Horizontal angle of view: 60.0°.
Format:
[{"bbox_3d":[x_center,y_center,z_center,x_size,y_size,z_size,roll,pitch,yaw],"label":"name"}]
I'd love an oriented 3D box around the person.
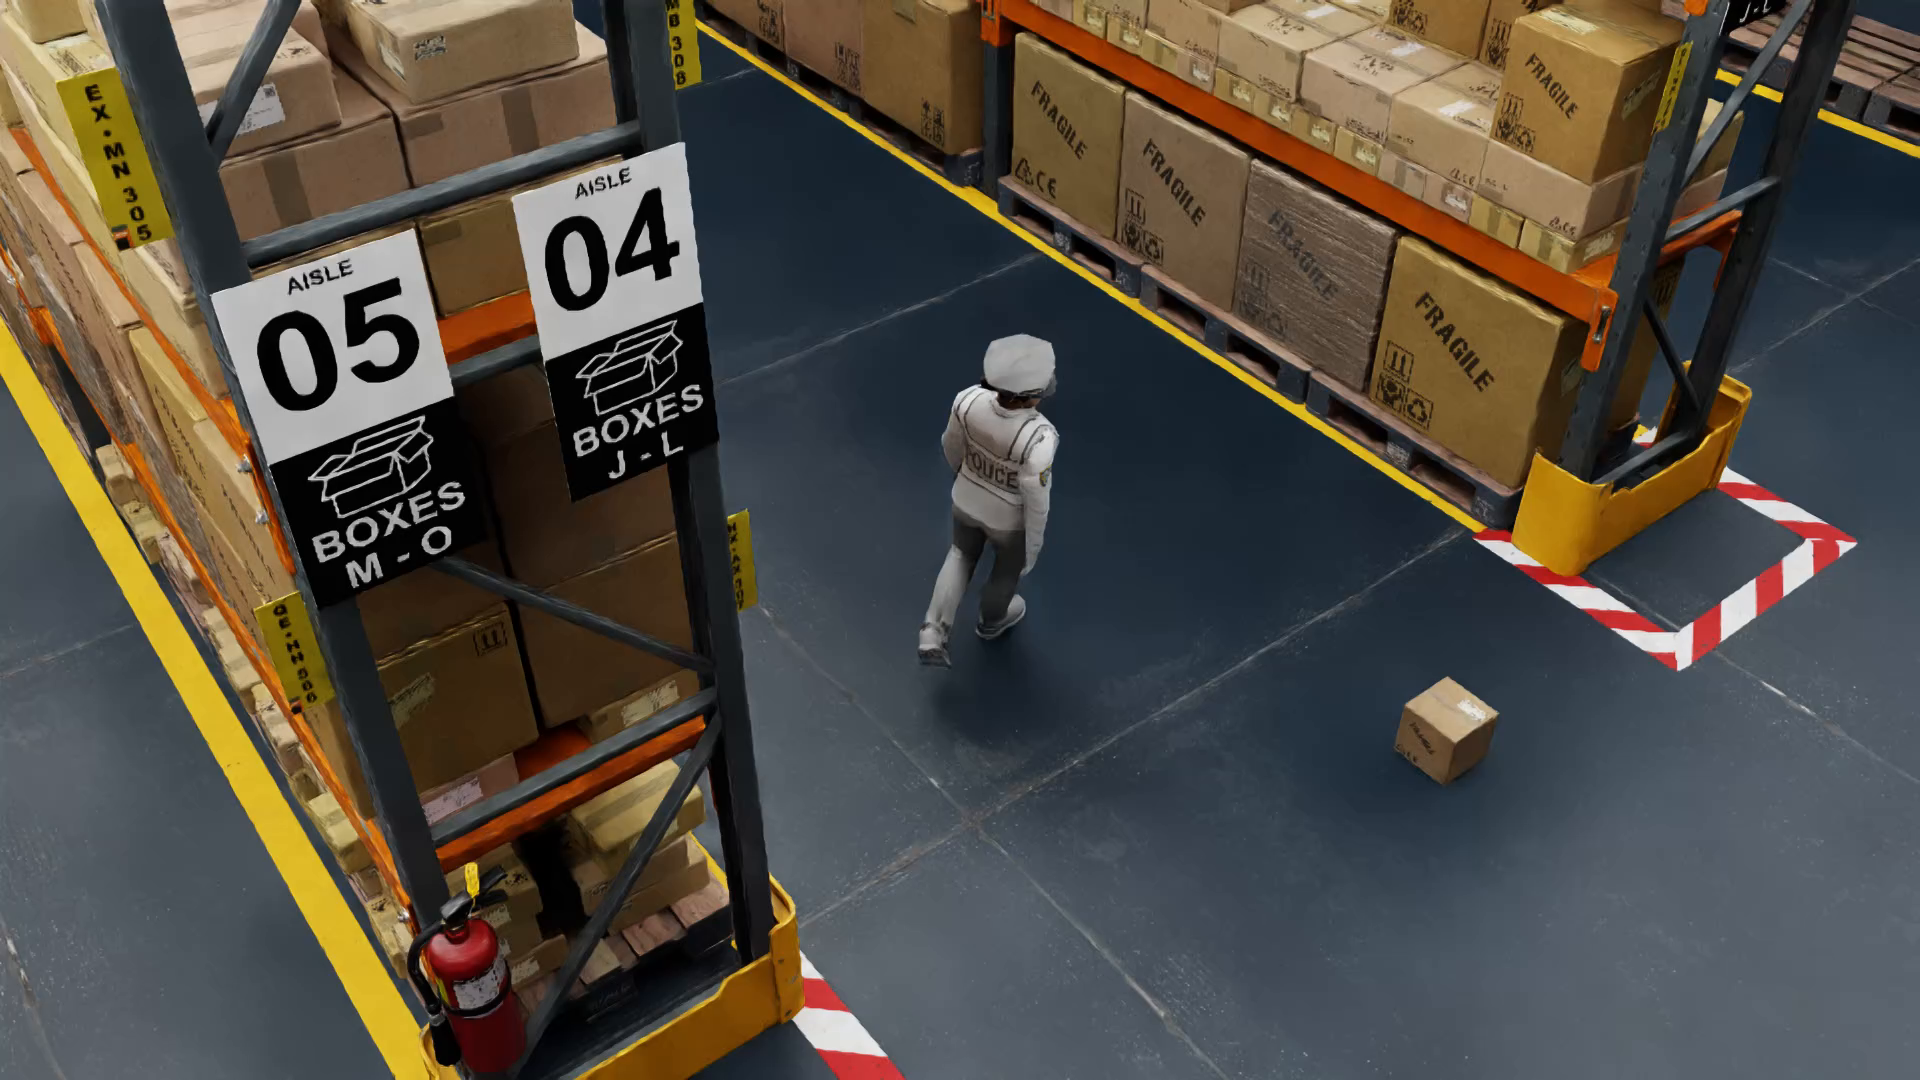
[{"bbox_3d":[0.145,-0.112,6.304,0.527,1.630,0.732,26,47,27],"label":"person"}]
